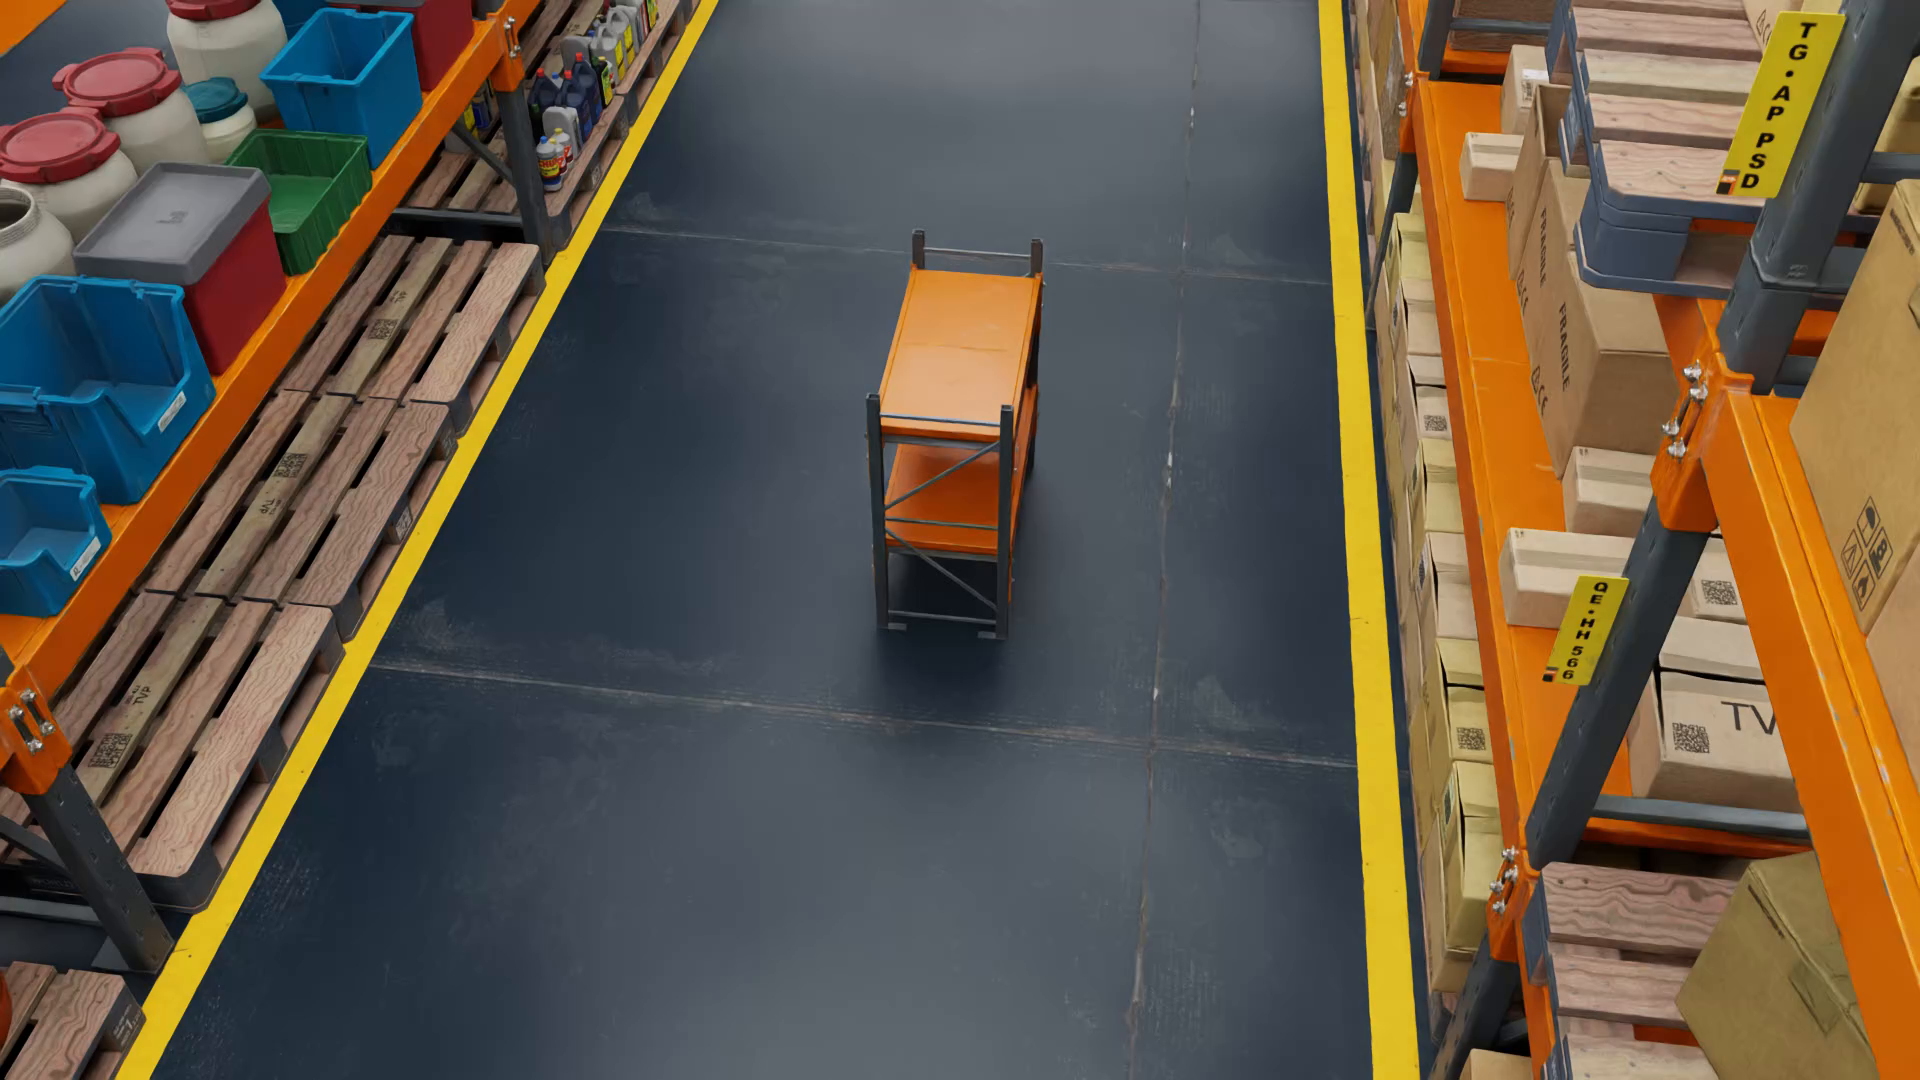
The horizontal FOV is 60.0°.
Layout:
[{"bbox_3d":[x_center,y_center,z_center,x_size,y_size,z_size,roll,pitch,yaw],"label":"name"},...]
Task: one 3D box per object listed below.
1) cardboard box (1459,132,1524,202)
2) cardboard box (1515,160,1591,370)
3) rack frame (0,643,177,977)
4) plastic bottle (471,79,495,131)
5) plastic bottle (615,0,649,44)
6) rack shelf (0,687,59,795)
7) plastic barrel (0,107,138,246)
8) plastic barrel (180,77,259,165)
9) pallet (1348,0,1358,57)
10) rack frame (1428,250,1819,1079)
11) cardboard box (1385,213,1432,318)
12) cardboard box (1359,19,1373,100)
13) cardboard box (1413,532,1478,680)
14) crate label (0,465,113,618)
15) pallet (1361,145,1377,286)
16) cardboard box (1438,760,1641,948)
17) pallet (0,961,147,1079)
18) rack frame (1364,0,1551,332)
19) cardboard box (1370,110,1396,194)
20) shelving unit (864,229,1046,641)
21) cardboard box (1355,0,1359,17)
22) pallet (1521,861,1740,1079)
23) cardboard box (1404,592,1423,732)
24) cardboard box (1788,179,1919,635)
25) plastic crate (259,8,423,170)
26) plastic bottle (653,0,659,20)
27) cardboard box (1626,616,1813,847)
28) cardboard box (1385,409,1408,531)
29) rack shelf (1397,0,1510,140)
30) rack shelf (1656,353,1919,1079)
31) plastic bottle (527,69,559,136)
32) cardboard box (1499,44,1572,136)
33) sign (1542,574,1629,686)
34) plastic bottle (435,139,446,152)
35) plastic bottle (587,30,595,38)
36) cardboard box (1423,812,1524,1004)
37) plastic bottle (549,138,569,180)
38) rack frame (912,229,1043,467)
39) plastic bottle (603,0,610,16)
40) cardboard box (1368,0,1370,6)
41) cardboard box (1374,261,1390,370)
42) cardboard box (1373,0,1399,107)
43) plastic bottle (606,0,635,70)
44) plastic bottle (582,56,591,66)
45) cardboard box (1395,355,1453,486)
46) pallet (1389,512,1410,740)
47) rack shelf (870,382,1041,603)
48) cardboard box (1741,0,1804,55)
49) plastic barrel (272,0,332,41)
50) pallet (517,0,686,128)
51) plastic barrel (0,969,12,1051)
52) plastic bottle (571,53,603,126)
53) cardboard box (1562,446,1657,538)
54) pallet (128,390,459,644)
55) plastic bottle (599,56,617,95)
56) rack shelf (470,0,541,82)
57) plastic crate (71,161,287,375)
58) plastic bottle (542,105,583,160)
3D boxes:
[{"bbox_3d":[2.081,-1.387,6.216,0.380,0.149,0.250,5,44,6],"label":"cardboard box"},{"bbox_3d":[2.148,-0.877,5.422,0.500,0.500,0.500,5,44,6],"label":"cardboard box"},{"bbox_3d":[-3.037,0.210,4.347,1.000,3.000,0.127,5,44,6],"label":"rack frame"},{"bbox_3d":[-2.533,-2.286,8.644,0.152,0.276,0.135,5,44,6],"label":"plastic bottle"},{"bbox_3d":[-1.848,-2.952,9.347,0.152,0.276,0.135,6,44,6],"label":"plastic bottle"},{"bbox_3d":[-3.301,1.834,3.154,1.077,0.370,4.000,5,44,6],"label":"rack shelf"},{"bbox_3d":[-3.006,-1.139,5.672,0.433,0.535,0.433,0,43,0],"label":"plastic barrel"},{"bbox_3d":[-2.835,-1.578,6.335,0.301,0.262,0.301,0,43,0],"label":"plastic barrel"},{"bbox_3d":[2.870,-3.252,10.031,1.003,0.211,1.213,5,44,6],"label":"pallet"},{"bbox_3d":[1.872,0.663,3.868,1.000,3.000,0.127,5,44,6],"label":"rack frame"},{"bbox_3d":[2.100,-1.162,7.082,0.500,0.311,0.500,5,44,6],"label":"cardboard box"},{"bbox_3d":[2.439,-2.576,8.983,0.500,0.250,0.500,5,44,6],"label":"cardboard box"},{"bbox_3d":[1.829,0.227,5.615,0.500,0.311,0.500,5,44,5],"label":"cardboard box"},{"bbox_3d":[-2.610,0.018,4.671,0.303,0.233,0.416,5,44,6],"label":"crate label"},{"bbox_3d":[2.548,-1.589,8.275,1.003,0.211,1.213,5,44,6],"label":"pallet"},{"bbox_3d":[1.698,0.926,4.877,0.500,0.311,0.500,6,44,7],"label":"cardboard box"},{"bbox_3d":[-3.100,1.764,4.734,1.003,0.211,1.213,5,44,6],"label":"pallet"},{"bbox_3d":[2.401,-2.063,6.748,1.000,3.000,0.127,5,44,6],"label":"rack frame"},{"bbox_3d":[2.322,-1.893,8.262,0.500,0.250,0.500,5,44,6],"label":"cardboard box"},{"bbox_3d":[-0.001,-0.404,6.358,0.538,1.125,1.048,5,44,6],"label":"shelving unit"},{"bbox_3d":[2.576,-3.257,9.703,0.500,0.250,0.500,5,44,6],"label":"cardboard box"},{"bbox_3d":[1.852,1.201,3.440,1.213,0.211,1.003,5,44,6],"label":"pallet"},{"bbox_3d":[1.834,0.434,5.805,0.500,0.250,0.500,6,44,6],"label":"cardboard box"},{"bbox_3d":[1.848,-0.162,2.486,0.910,0.500,0.500,5,44,6],"label":"cardboard box"},{"bbox_3d":[-2.346,-1.730,6.407,0.392,0.384,0.575,5,44,6],"label":"plastic crate"},{"bbox_3d":[-1.788,-3.094,9.552,0.097,0.201,0.097,0,43,0],"label":"plastic bottle"},{"bbox_3d":[1.964,0.451,4.157,0.500,0.311,0.500,8,44,8],"label":"cardboard box"},{"bbox_3d":[1.968,-0.264,6.541,0.500,0.250,0.500,4,44,4],"label":"cardboard box"},{"bbox_3d":[2.666,-3.165,8.434,1.077,0.370,4.000,5,44,6],"label":"rack shelf"},{"bbox_3d":[1.608,1.198,1.645,1.077,0.370,4.000,5,44,6],"label":"rack shelf"},{"bbox_3d":[-2.133,-2.240,8.540,0.144,0.351,0.185,5,44,6],"label":"plastic bottle"},{"bbox_3d":[2.379,-1.669,6.441,0.500,0.250,0.500,8,44,8],"label":"cardboard box"},{"bbox_3d":[1.322,0.194,3.521,0.100,0.325,0.005,5,44,6],"label":"sign"},{"bbox_3d":[-2.709,-2.179,8.476,0.144,0.351,0.185,4,44,4],"label":"plastic bottle"},{"bbox_3d":[-2.010,-2.698,9.134,0.097,0.201,0.097,0,43,0],"label":"plastic bottle"},{"bbox_3d":[1.700,1.128,5.072,0.500,0.250,0.500,6,44,7],"label":"cardboard box"},{"bbox_3d":[-2.018,-1.906,8.297,0.097,0.201,0.097,0,43,0],"label":"plastic bottle"},{"bbox_3d":[0.066,-0.750,6.724,0.500,1.125,0.032,5,44,6],"label":"rack frame"},{"bbox_3d":[-1.954,-2.964,9.354,0.061,0.283,0.133,5,44,6],"label":"plastic bottle"},{"bbox_3d":[2.521,-3.188,9.084,0.500,0.500,0.500,5,44,6],"label":"cardboard box"},{"bbox_3d":[2.102,-0.965,7.282,0.500,0.250,0.500,4,44,5],"label":"cardboard box"},{"bbox_3d":[2.386,-2.506,8.364,0.500,0.500,0.500,5,44,6],"label":"cardboard box"},{"bbox_3d":[-1.884,-2.772,9.102,0.144,0.351,0.185,7,44,7],"label":"plastic bottle"},{"bbox_3d":[-1.983,-2.430,8.799,0.097,0.271,0.097,0,43,0],"label":"plastic bottle"},{"bbox_3d":[1.961,-0.469,6.350,0.500,0.311,0.500,4,44,4],"label":"cardboard box"},{"bbox_3d":[2.184,0.289,6.292,1.003,0.211,1.213,5,44,6],"label":"pallet"},{"bbox_3d":[-0.001,-0.226,6.526,0.538,0.278,1.000,5,44,6],"label":"rack shelf"},{"bbox_3d":[1.928,-1.198,3.455,0.500,0.250,0.500,6,44,7],"label":"cardboard box"},{"bbox_3d":[-2.860,-2.462,6.804,0.600,0.901,0.708,5,44,6],"label":"plastic barrel"},{"bbox_3d":[-2.219,-2.791,9.544,1.003,0.211,1.213,5,44,6],"label":"pallet"},{"bbox_3d":[-3.085,1.180,4.595,0.600,0.830,0.708,5,44,6],"label":"plastic barrel"},{"bbox_3d":[-1.965,-2.355,8.662,0.144,0.351,0.185,4,44,4],"label":"plastic bottle"},{"bbox_3d":[1.985,-0.120,4.878,0.380,0.149,0.250,8,44,9],"label":"cardboard box"},{"bbox_3d":[-2.732,-0.131,6.735,1.003,0.211,1.213,5,44,6],"label":"pallet"},{"bbox_3d":[-1.905,-2.492,8.915,0.097,0.201,0.097,0,43,0],"label":"plastic bottle"},{"bbox_3d":[-2.244,-3.618,8.913,1.077,0.370,4.000,5,44,6],"label":"rack shelf"},{"bbox_3d":[-2.520,-0.887,5.458,0.402,0.464,0.583,5,44,6],"label":"plastic crate"},{"bbox_3d":[-2.016,-2.087,8.434,0.152,0.276,0.135,7,44,7],"label":"plastic bottle"}]
